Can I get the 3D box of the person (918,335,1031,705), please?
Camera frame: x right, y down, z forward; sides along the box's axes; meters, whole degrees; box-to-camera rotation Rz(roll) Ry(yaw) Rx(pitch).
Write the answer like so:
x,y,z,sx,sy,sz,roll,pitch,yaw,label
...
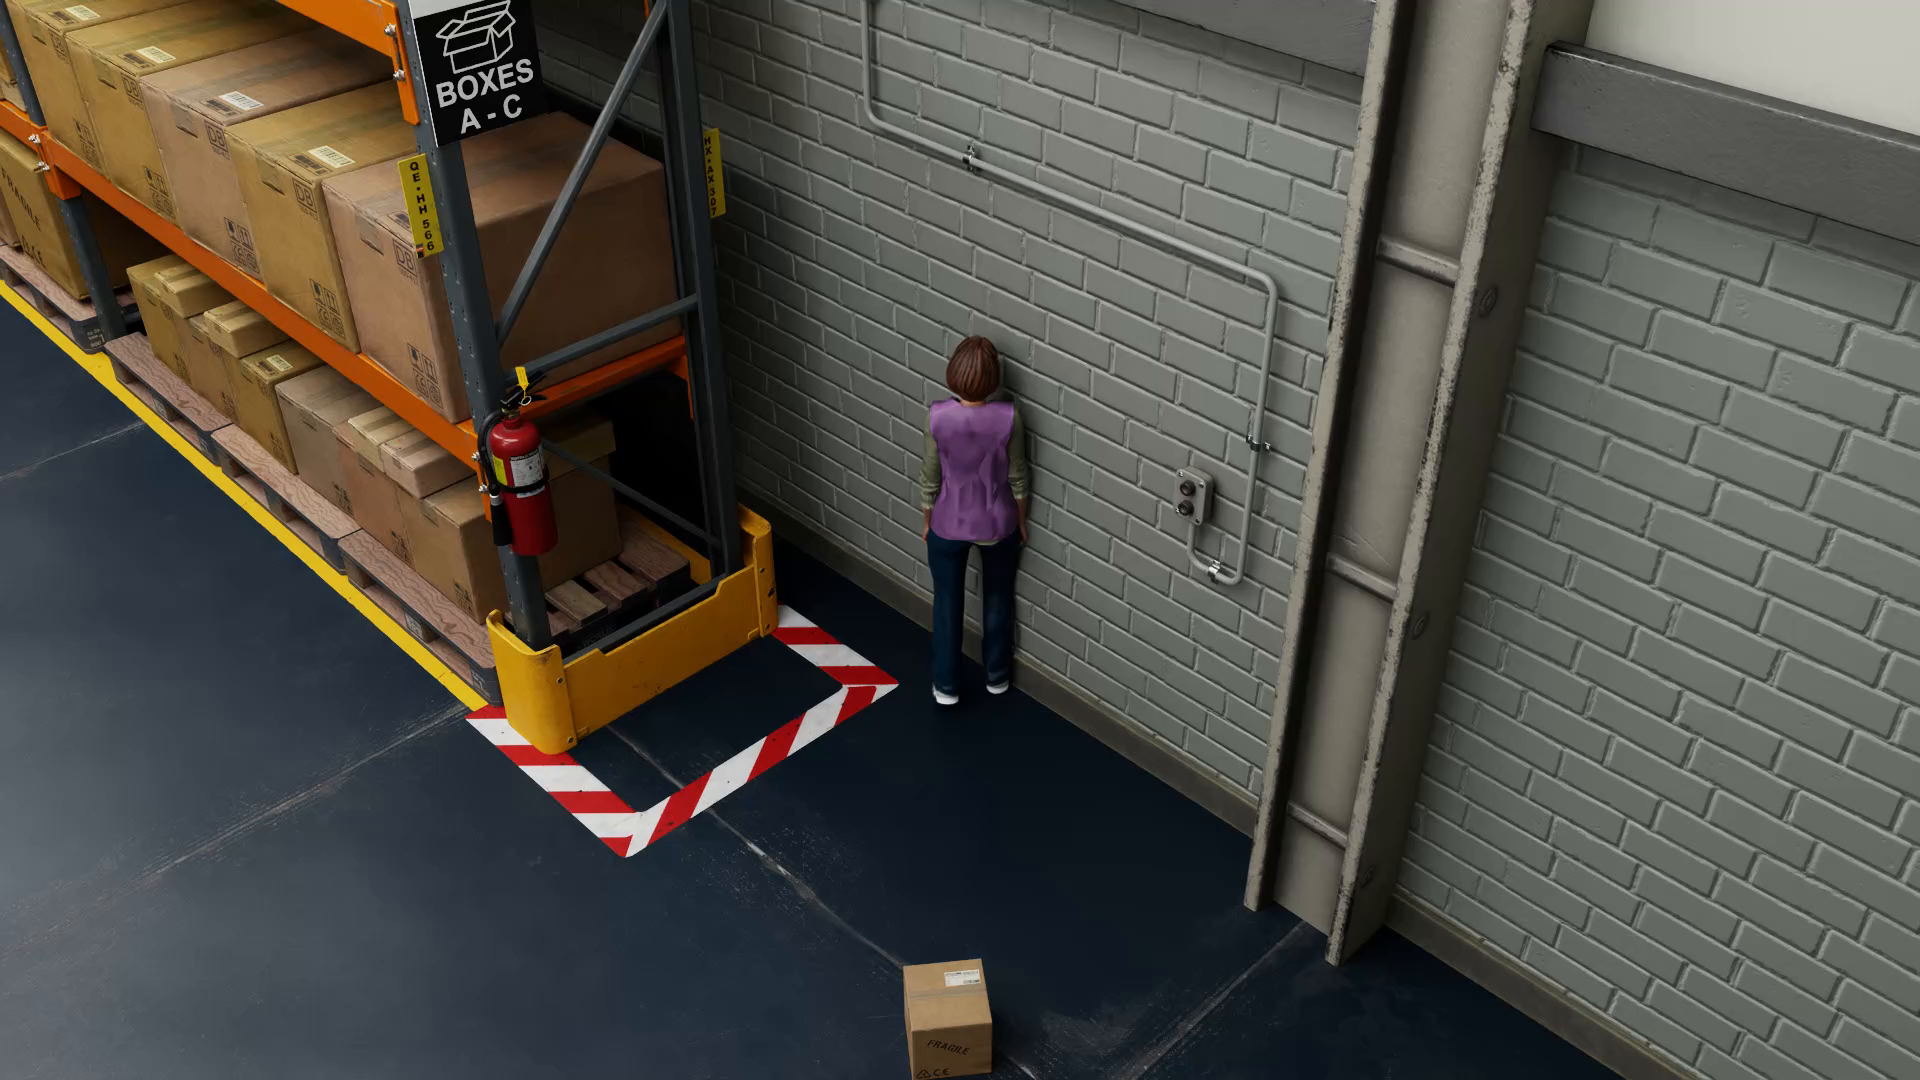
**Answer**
x,y,z,sx,sy,sz,roll,pitch,yaw,label
0.054,-0.047,6.256,0.413,1.639,0.365,1,36,2,person
